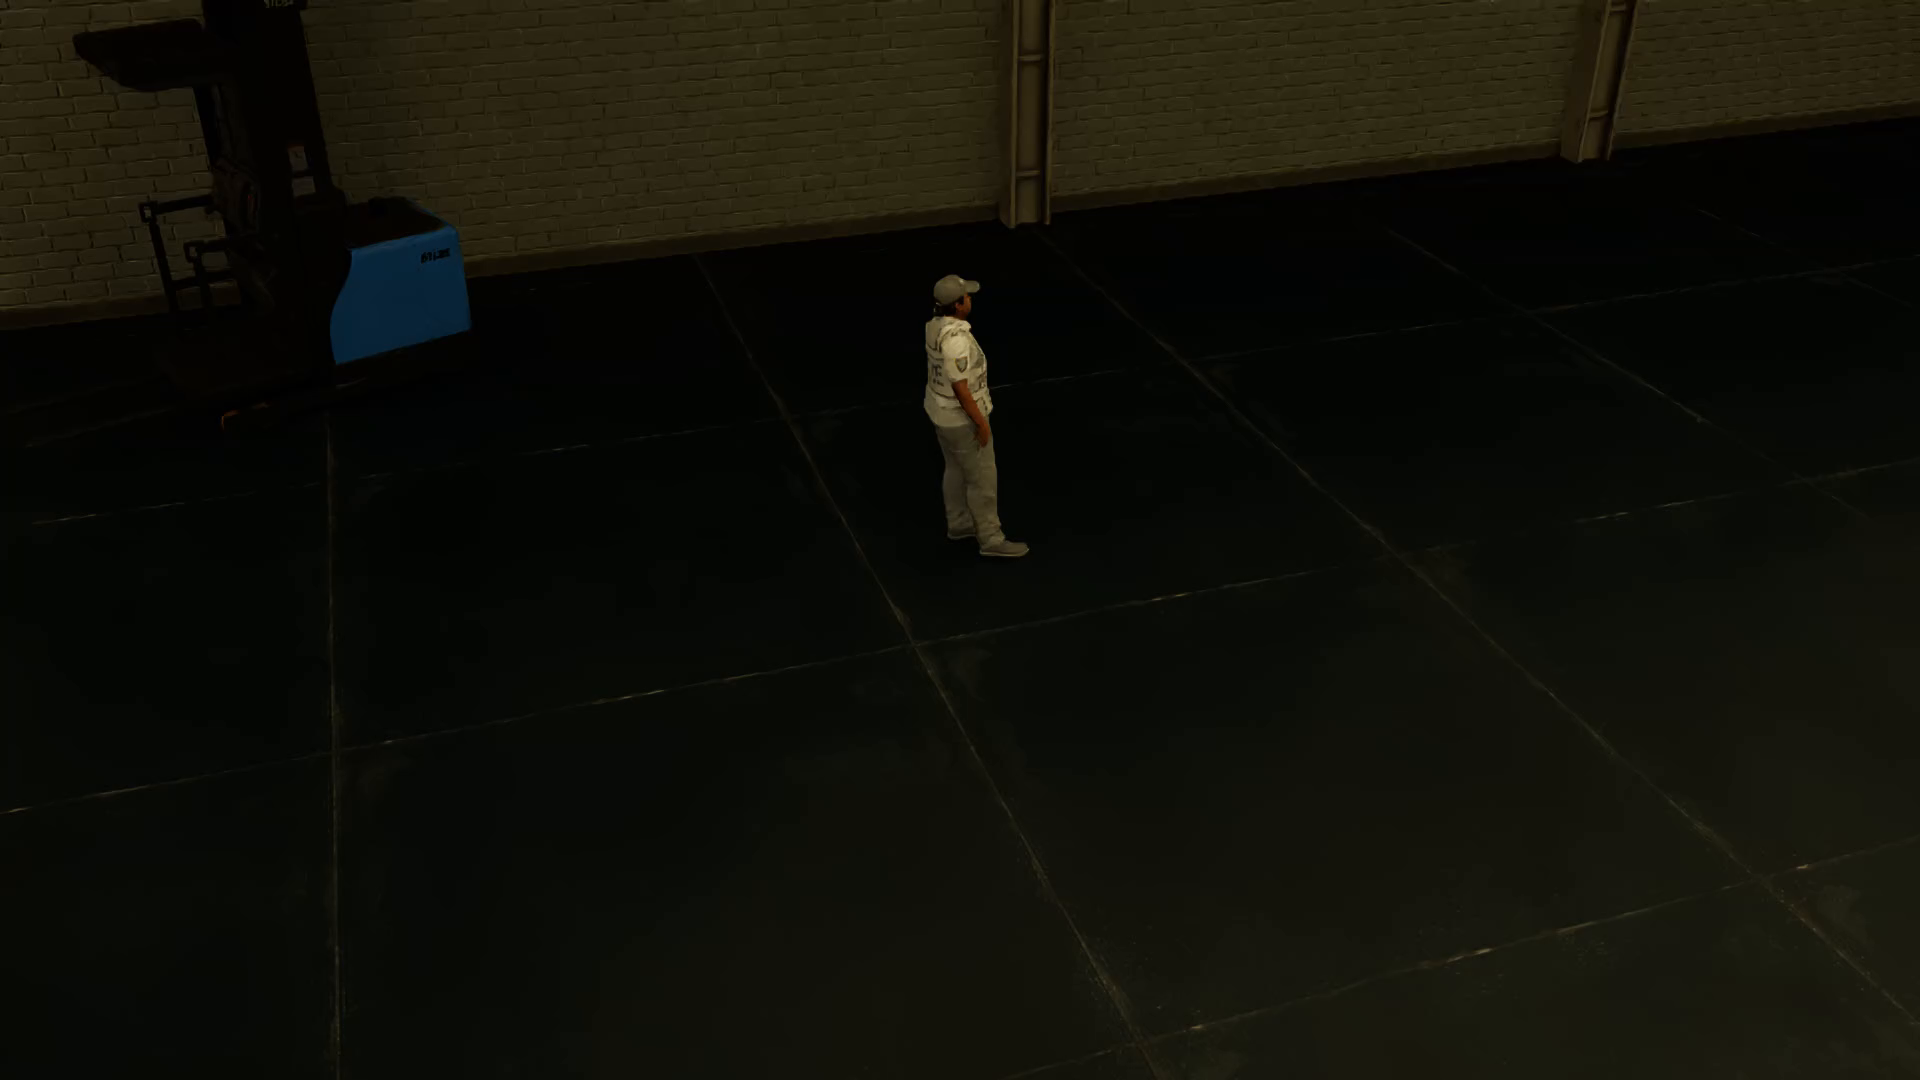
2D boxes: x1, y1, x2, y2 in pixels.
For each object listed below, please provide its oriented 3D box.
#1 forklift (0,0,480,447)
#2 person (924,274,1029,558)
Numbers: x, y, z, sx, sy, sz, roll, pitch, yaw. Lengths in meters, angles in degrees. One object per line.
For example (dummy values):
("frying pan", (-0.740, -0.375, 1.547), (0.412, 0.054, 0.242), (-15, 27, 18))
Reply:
("forklift", (-4.998, -2.273, 11.038), (3.031, 2.935, 1.130), (-22, 36, -33))
("person", (0.080, -0.730, 9.609), (0.529, 1.669, 0.598), (-10, 31, -16))
